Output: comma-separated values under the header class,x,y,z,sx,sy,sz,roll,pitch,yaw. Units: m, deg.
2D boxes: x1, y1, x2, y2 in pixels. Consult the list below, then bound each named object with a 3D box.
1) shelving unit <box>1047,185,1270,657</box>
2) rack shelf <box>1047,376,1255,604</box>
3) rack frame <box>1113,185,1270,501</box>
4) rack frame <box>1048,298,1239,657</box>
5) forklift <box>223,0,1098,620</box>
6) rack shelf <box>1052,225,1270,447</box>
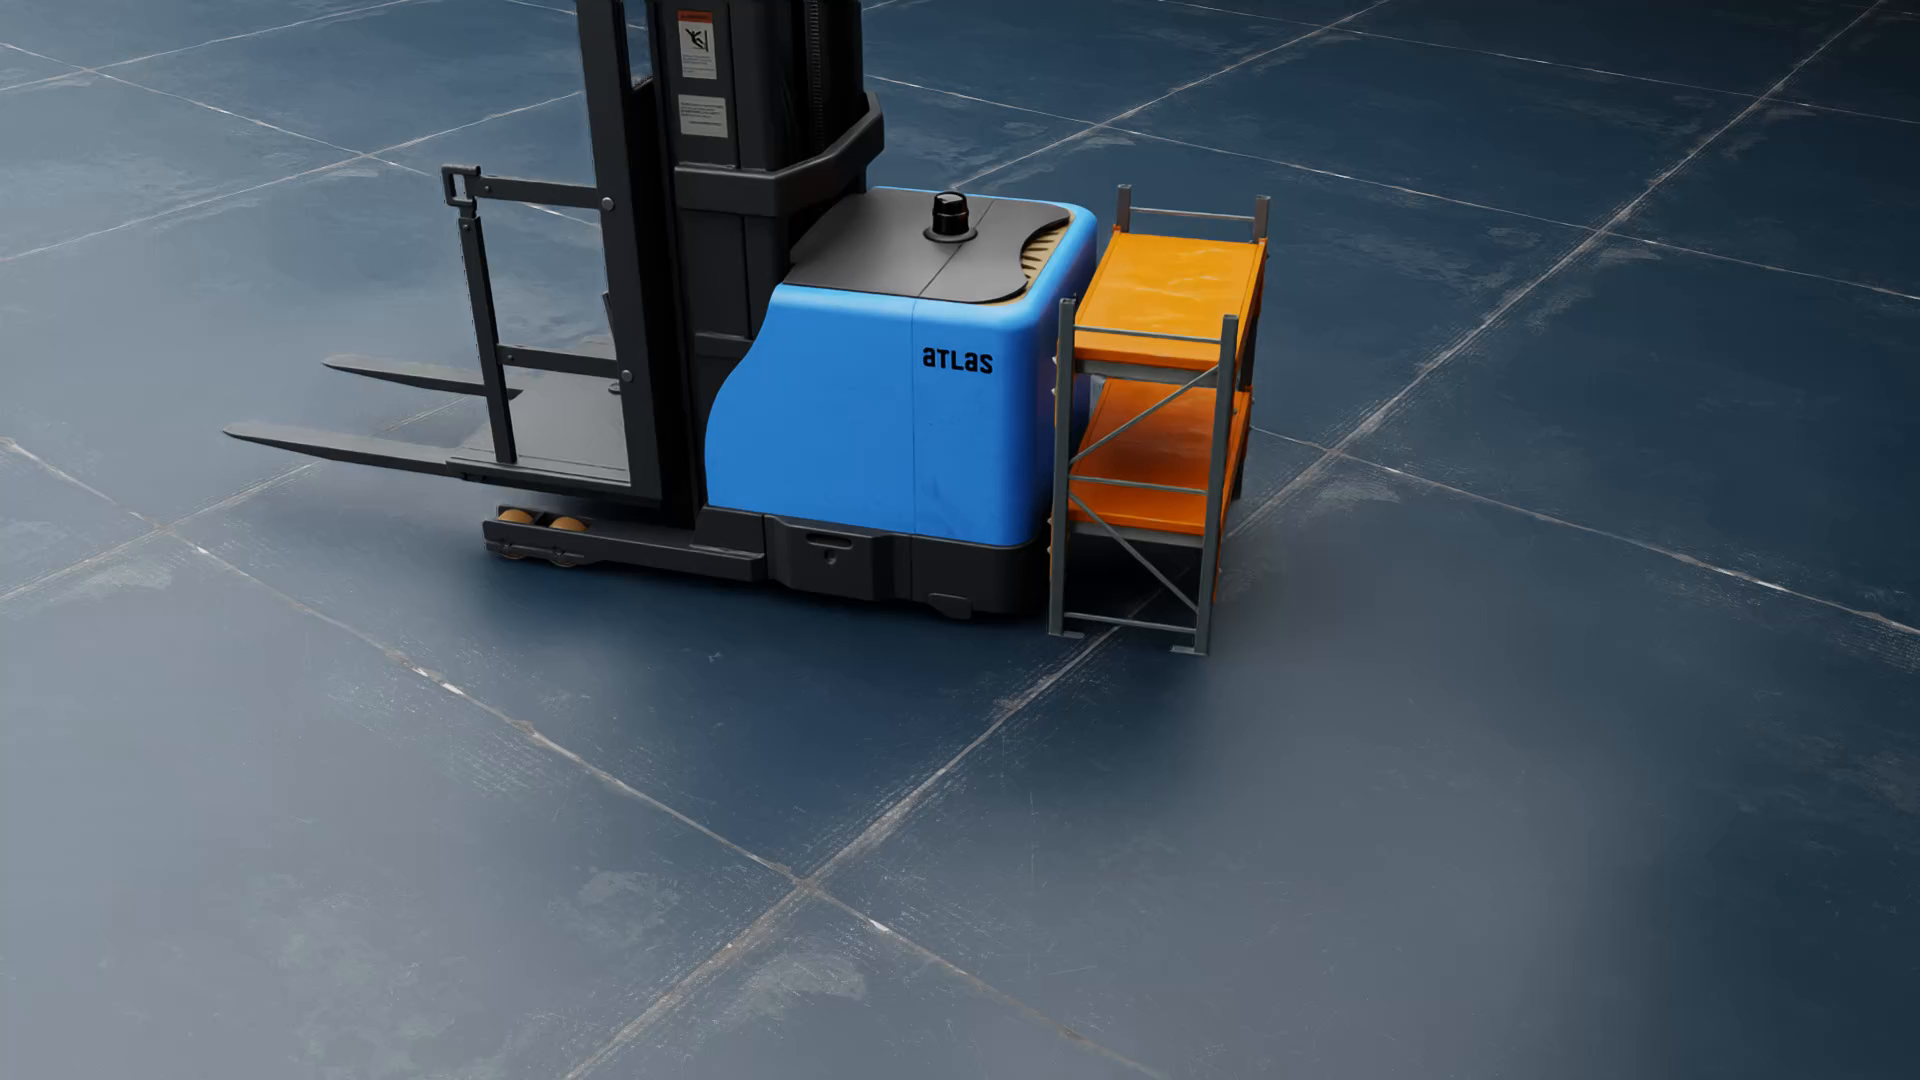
class,x,y,z,sx,sy,sz,roll,pitch,yaw
shelving unit,0.647,-0.412,5.342,0.538,1.125,1.048,7,31,12
rack shelf,0.647,-0.201,5.466,0.538,0.278,1.000,7,31,12
rack frame,0.769,-0.663,5.766,0.500,1.125,0.032,7,31,12
rack frame,0.525,-0.160,4.917,0.500,1.125,0.032,7,31,12
forklift,-1.105,-1.418,5.267,3.031,2.935,1.130,8,32,13
rack shelf,0.647,-0.664,5.192,0.538,0.278,1.000,7,31,12
